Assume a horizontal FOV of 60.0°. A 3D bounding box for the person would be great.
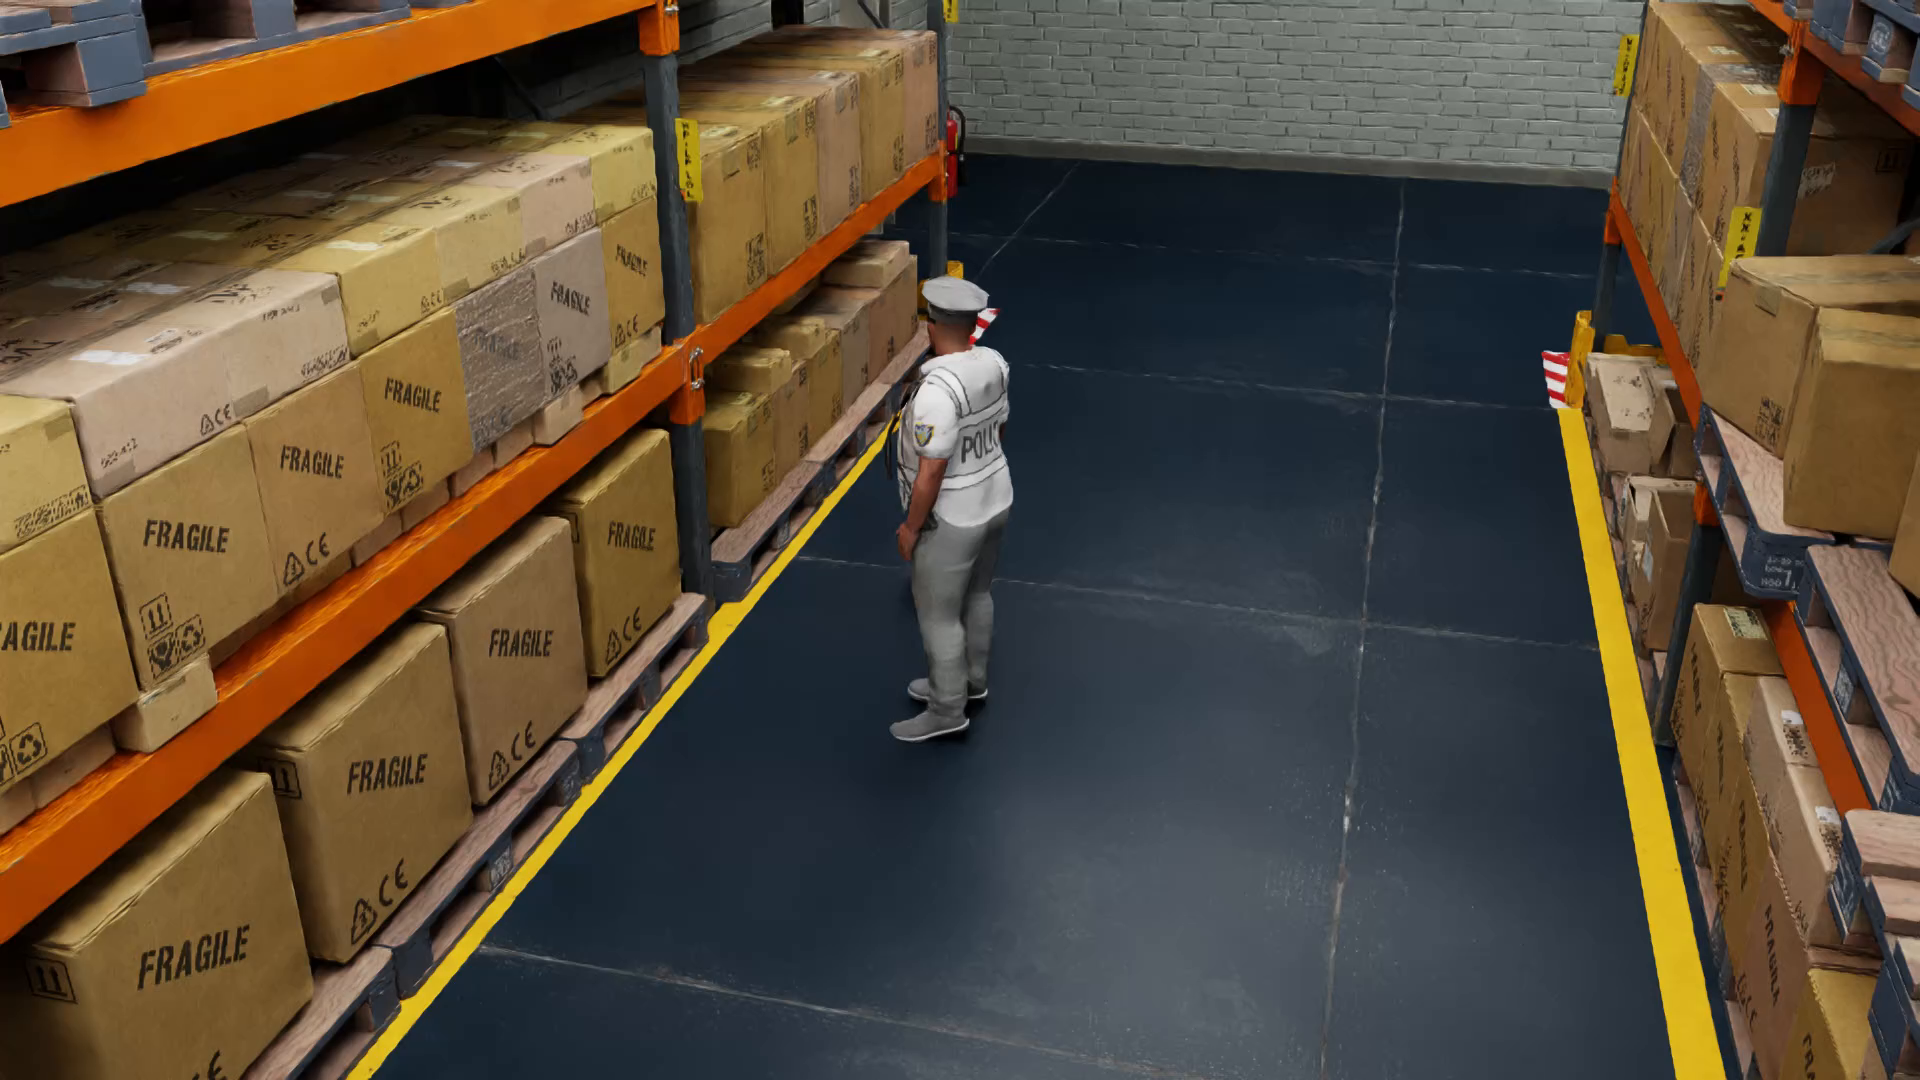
[{"bbox_3d":[-0.036,-0.094,6.297,0.443,1.805,0.584,14,29,27],"label":"person"}]
